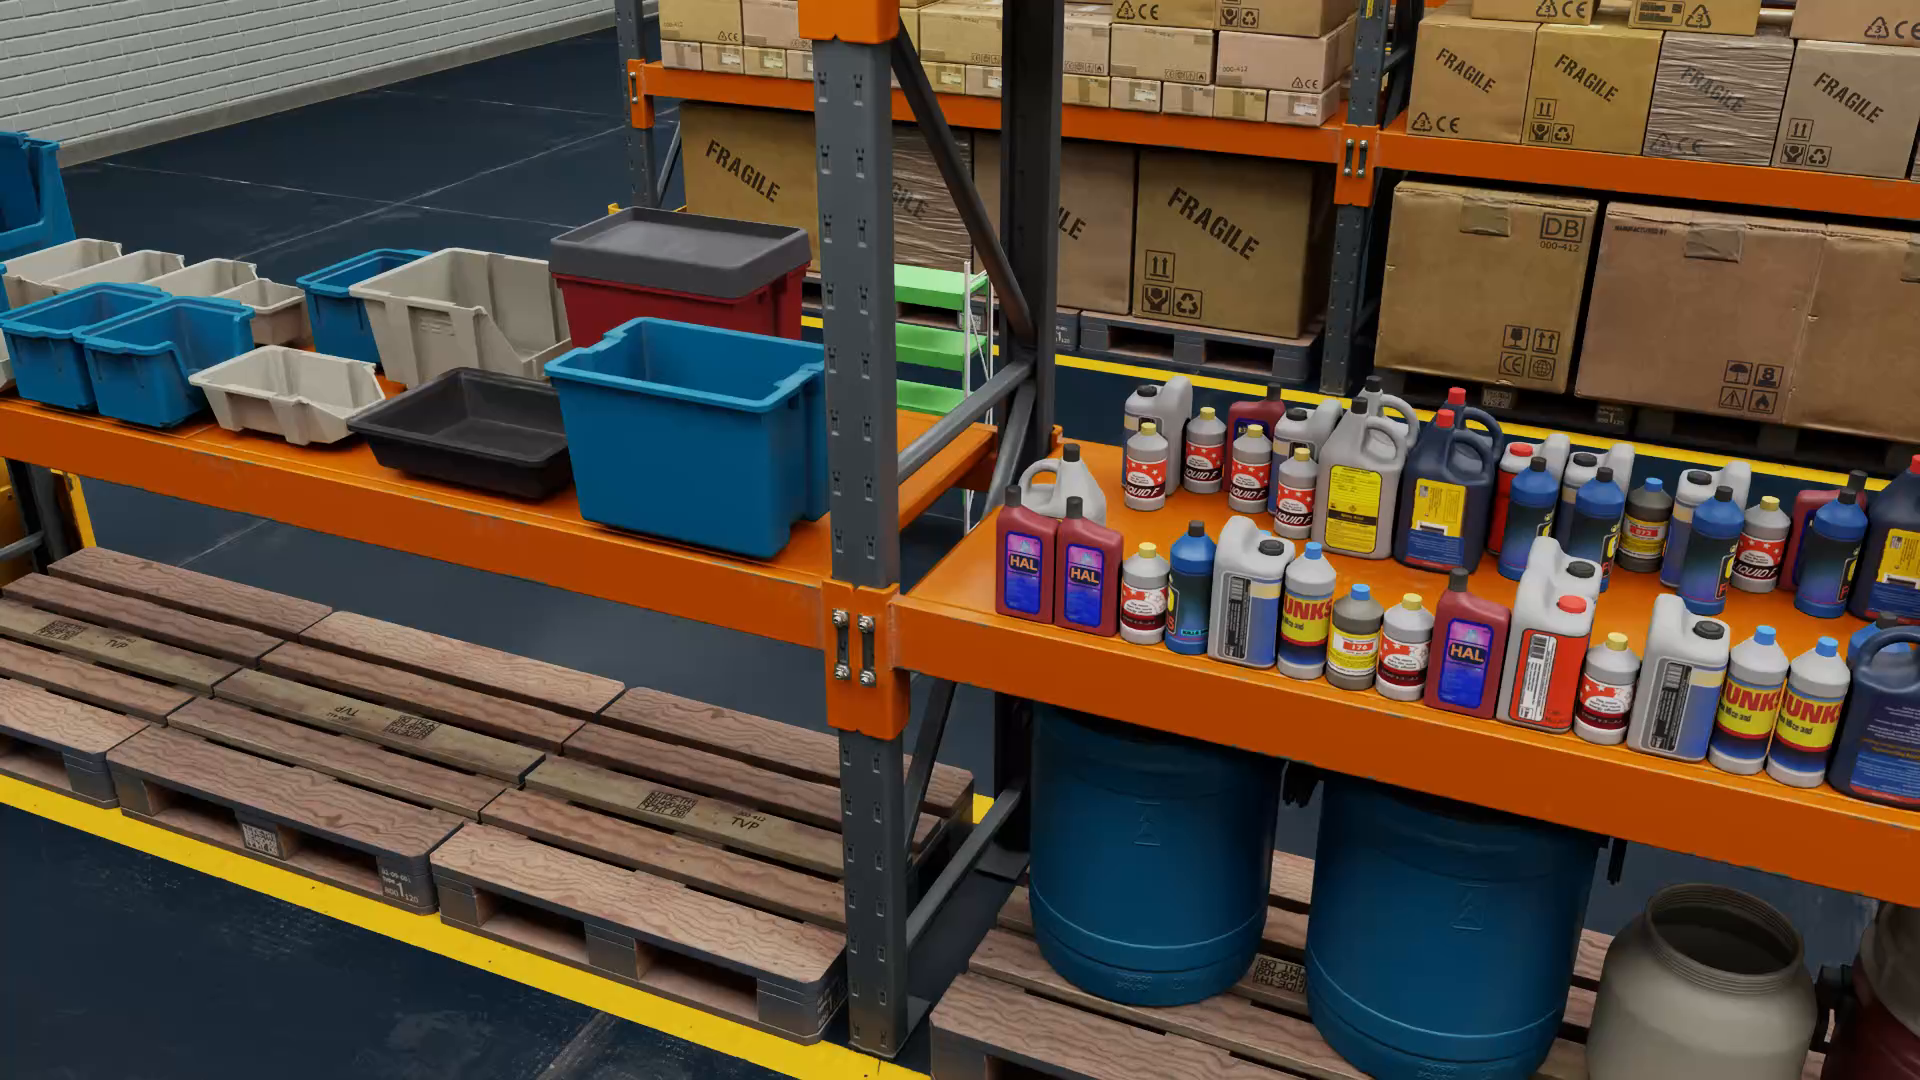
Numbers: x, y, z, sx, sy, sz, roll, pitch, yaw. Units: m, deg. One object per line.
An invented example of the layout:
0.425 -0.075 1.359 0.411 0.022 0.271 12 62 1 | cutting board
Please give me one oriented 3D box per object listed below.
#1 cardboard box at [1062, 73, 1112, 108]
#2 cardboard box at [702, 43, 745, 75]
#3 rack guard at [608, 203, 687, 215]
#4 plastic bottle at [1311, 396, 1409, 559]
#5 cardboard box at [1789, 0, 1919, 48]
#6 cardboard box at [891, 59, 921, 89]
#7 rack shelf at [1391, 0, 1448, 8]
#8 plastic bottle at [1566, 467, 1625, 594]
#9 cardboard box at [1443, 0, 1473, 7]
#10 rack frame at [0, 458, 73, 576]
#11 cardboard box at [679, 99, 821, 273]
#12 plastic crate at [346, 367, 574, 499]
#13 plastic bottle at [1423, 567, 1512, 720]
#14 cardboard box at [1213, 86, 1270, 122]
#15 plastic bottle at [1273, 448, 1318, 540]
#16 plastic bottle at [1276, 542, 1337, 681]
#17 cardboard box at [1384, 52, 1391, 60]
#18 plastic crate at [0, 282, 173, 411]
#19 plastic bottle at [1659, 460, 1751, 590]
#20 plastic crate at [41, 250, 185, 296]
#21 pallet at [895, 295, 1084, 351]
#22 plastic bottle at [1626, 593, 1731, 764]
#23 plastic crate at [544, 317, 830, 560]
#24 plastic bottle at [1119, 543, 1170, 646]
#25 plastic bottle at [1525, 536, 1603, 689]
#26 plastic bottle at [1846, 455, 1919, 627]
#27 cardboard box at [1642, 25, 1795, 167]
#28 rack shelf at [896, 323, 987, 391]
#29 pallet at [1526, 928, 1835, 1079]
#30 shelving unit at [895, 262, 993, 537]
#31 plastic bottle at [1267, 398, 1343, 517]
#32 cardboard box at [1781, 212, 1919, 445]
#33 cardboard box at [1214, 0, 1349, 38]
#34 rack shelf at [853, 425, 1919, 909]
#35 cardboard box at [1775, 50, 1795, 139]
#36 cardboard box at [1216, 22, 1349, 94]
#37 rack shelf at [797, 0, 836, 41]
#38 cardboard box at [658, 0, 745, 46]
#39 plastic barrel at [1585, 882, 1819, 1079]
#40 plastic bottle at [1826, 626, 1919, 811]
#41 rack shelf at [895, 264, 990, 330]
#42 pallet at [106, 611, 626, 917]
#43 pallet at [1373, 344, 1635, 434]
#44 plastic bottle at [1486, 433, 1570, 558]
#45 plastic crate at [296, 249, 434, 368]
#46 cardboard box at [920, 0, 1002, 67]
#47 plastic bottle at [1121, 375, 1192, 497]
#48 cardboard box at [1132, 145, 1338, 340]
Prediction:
0.684 -2.254 8.216 0.250 0.149 0.380 12 29 23 | cardboard box
-1.186 -2.629 8.979 0.250 0.149 0.380 11 28 21 | cardboard box
-1.629 -1.869 9.980 0.348 0.500 1.175 11 28 22 | rack guard
0.897 -0.146 3.707 0.185 0.351 0.144 11 28 22 | plastic bottle
3.811 -2.399 6.977 0.637 0.503 0.797 12 29 23 | cardboard box
-0.249 -2.442 8.597 0.250 0.149 0.380 11 28 21 | cardboard box
2.359 -4.273 12.848 4.000 0.370 1.077 11 28 22 | rack shelf
1.356 -0.026 3.553 0.097 0.271 0.097 0 26 0 | plastic bottle
2.573 -2.324 7.961 0.500 0.500 0.500 11 28 22 | cardboard box
-3.657 -0.994 5.374 0.127 3.000 1.000 11 28 22 | rack frame
-0.991 -2.136 9.623 0.875 0.875 0.875 11 28 22 | cardboard box
-1.146 -0.263 4.132 0.590 0.125 0.437 11 28 22 | plastic crate
0.950 0.190 3.100 0.133 0.283 0.061 11 28 22 | plastic bottle
1.386 -2.113 7.930 0.250 0.149 0.380 12 29 23 | cardboard box
0.775 -0.111 3.805 0.097 0.201 0.097 0 26 0 | plastic bottle
0.675 0.132 3.232 0.097 0.271 0.097 0 26 0 | plastic bottle
3.228 -3.692 12.932 0.250 0.149 0.380 11 28 20 | cardboard box
-2.370 -0.528 4.548 0.300 0.233 0.416 11 28 22 | plastic crate
1.602 -0.039 3.574 0.135 0.276 0.152 11 28 22 | plastic bottle
-2.582 -0.768 5.144 0.243 0.136 0.396 11 28 22 | plastic crate
0.260 -1.396 9.347 1.213 0.211 1.003 11 28 22 | pallet
1.302 0.242 3.003 0.135 0.276 0.152 11 28 22 | plastic bottle
-0.582 -0.231 3.773 0.575 0.384 0.392 11 28 22 | plastic crate
0.375 0.103 3.370 0.097 0.201 0.097 0 26 0 | plastic bottle
1.154 0.139 3.213 0.135 0.276 0.152 11 28 22 | plastic bottle
1.959 -0.003 3.416 0.185 0.351 0.144 11 28 22 | plastic bottle
3.263 -1.932 7.164 0.500 0.500 0.500 11 28 21 | cardboard box
-0.151 -0.727 6.469 0.480 0.148 0.258 11 28 22 | rack shelf
1.784 1.368 3.732 1.213 0.211 1.003 11 28 22 | pallet
-0.151 -0.569 6.546 0.503 1.200 0.258 11 28 22 | shelving unit
0.809 -0.199 3.898 0.135 0.276 0.152 11 28 22 | plastic bottle
4.248 -1.059 7.435 0.875 0.875 1.225 11 28 22 | cardboard box
1.505 -2.634 7.687 0.500 0.500 0.500 12 29 23 | cardboard box
1.805 0.425 3.305 4.000 0.370 1.077 11 28 22 | rack shelf
3.953 -2.044 7.393 0.500 0.500 0.500 11 28 22 | cardboard box
1.524 -2.296 7.850 0.500 0.250 0.500 11 28 21 | cardboard box
-1.836 -1.652 4.127 4.000 0.370 1.077 11 28 22 | rack shelf
-1.282 -2.856 8.988 0.500 0.250 0.500 11 28 20 | cardboard box
1.594 1.040 3.584 0.421 0.512 0.421 0 26 0 | plastic barrel
1.623 0.275 2.851 0.185 0.351 0.144 11 28 22 | plastic bottle
-0.151 -0.942 6.363 0.480 0.148 0.258 11 28 22 | rack shelf
-1.816 0.647 5.198 1.213 0.211 1.003 11 28 22 | pallet
2.768 -0.893 8.324 1.213 0.211 1.003 11 28 22 | pallet
1.268 -0.106 3.710 0.135 0.276 0.152 11 28 22 | plastic bottle
-1.681 -0.674 4.844 0.300 0.233 0.416 11 28 22 | plastic crate
0.127 -2.577 8.421 0.500 0.250 0.500 11 28 21 | cardboard box
0.477 -0.265 4.033 0.135 0.276 0.152 11 28 22 | plastic bottle
1.467 -1.643 8.620 0.875 0.875 0.875 11 28 22 | cardboard box
